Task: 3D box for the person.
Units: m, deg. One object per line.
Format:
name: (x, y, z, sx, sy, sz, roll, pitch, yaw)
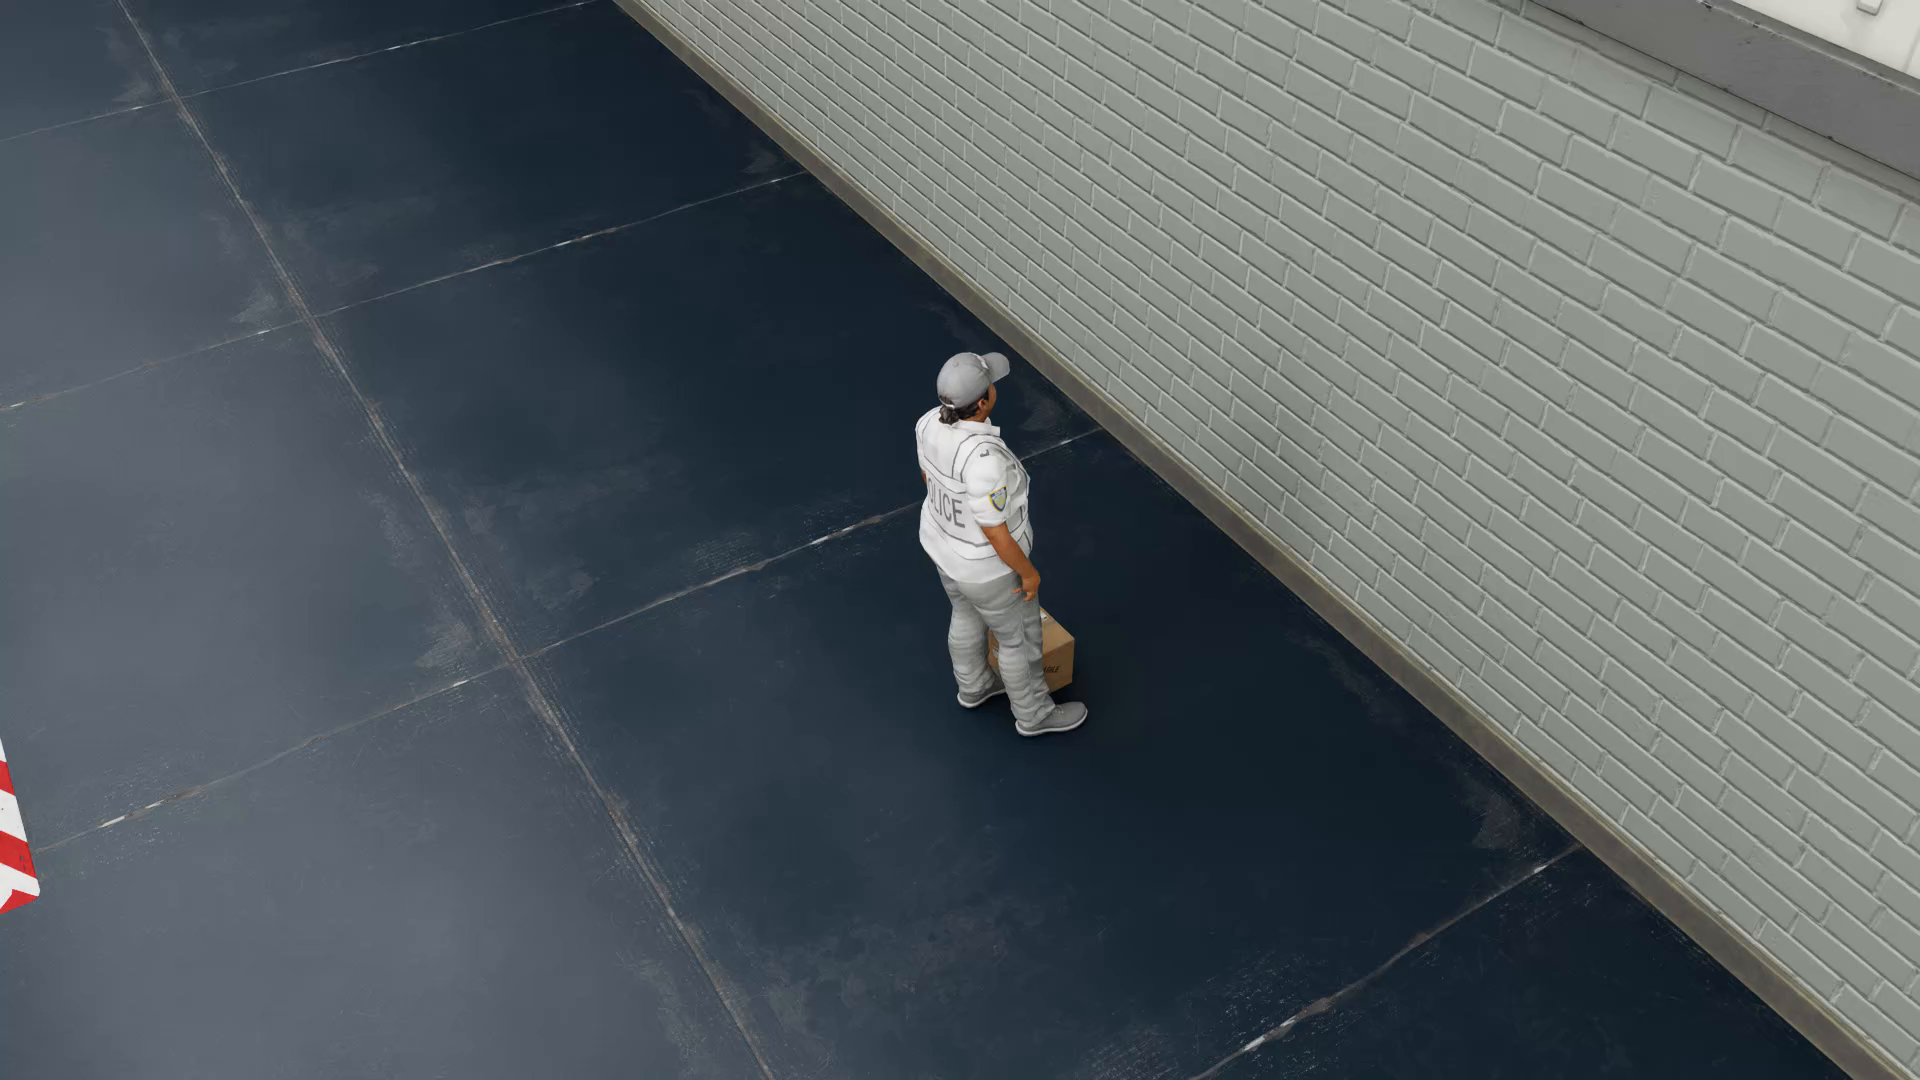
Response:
person: (0.147, 0.013, 6.125, 0.529, 1.670, 0.598, -23, 46, -24)
